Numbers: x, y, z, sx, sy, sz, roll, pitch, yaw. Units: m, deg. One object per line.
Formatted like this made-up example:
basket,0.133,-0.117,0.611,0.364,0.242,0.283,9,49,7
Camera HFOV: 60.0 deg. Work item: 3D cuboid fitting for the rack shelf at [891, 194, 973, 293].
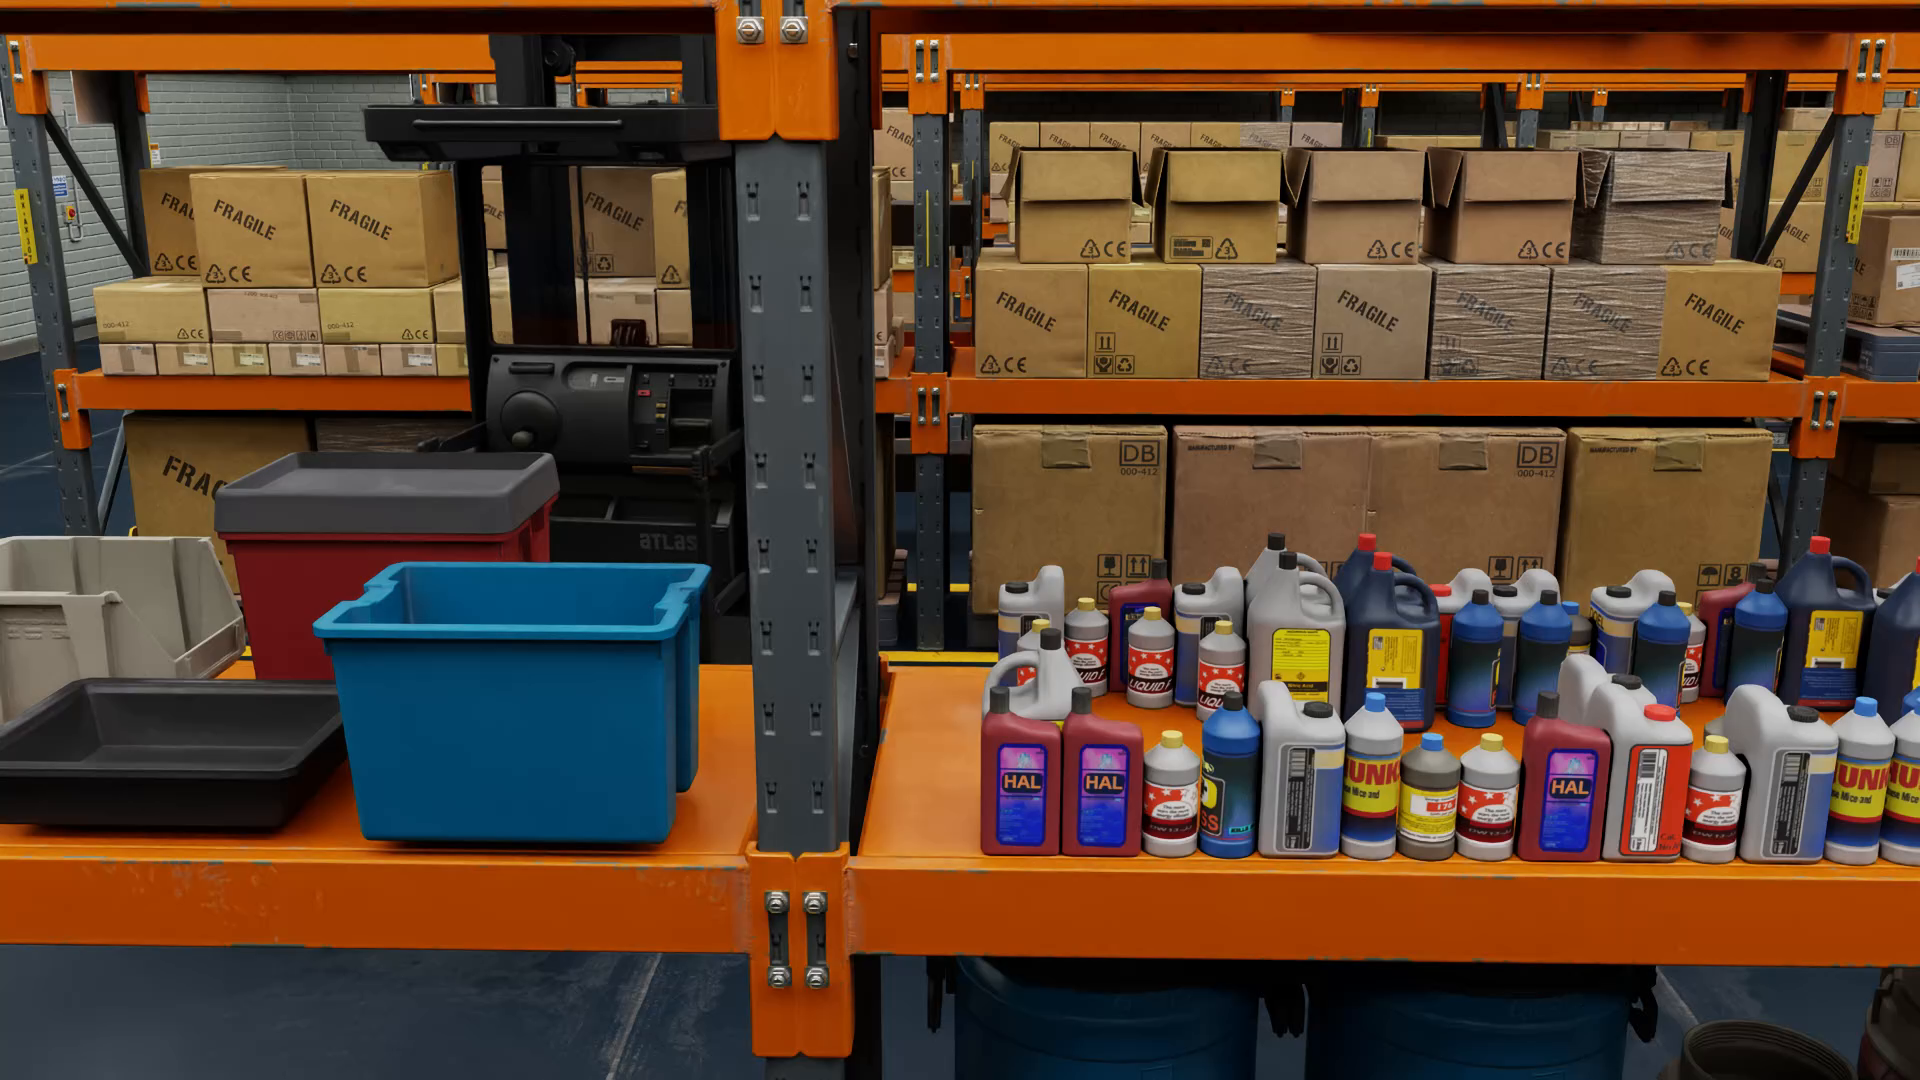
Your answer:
rack shelf,-0.165,-1.680,9.401,0.480,0.518,0.431,0,15,1

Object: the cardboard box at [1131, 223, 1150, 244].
cardboard box,1.259,-2.271,12.238,0.250,0.149,0.380,1,15,2

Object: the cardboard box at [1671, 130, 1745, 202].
cardboard box,5.565,-2.809,12.450,0.500,0.500,0.700,0,15,1

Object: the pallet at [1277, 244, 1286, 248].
pallet,2.118,-2.198,12.667,1.213,0.211,1.003,0,15,1

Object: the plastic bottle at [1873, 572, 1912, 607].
plastic bottle,1.933,0.205,3.427,0.135,0.276,0.152,0,15,1

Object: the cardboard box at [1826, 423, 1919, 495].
cardboard box,4.541,-0.394,8.021,0.500,0.250,0.500,1,15,4

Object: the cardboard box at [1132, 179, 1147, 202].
cardboard box,1.266,-2.559,12.162,0.250,0.149,0.380,0,15,1

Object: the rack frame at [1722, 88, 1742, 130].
rack frame,8.122,-3.525,17.322,0.127,3.000,1.000,0,15,1

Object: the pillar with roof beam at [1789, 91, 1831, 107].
pillar with roof beam,11.461,-6.802,17.983,0.400,9.000,9.100,0,15,1

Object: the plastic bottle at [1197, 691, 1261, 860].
plastic bottle,0.447,0.384,2.757,0.097,0.271,0.097,0,15,0

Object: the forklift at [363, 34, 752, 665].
forklift,-1.341,-0.501,5.993,1.130,2.935,3.031,2,15,8

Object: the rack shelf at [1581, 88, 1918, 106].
rack shelf,10.245,-5.881,21.779,4.000,0.370,1.077,0,15,1

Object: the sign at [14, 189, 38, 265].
sign,-4.147,-1.392,7.382,0.005,0.325,0.100,0,15,1

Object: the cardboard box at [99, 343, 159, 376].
cardboard box,-3.781,-0.868,7.743,0.250,0.149,0.380,1,15,2

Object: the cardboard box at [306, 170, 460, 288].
cardboard box,-2.636,-1.433,7.632,0.500,0.500,0.500,0,15,0

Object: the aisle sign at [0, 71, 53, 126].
aisle sign,-4.207,-2.257,7.419,0.004,0.787,0.394,0,15,1

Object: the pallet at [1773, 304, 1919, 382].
pallet,4.586,-0.954,7.951,1.003,0.211,1.213,0,15,1

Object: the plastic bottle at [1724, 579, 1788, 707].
plastic bottle,1.632,0.214,3.403,0.097,0.271,0.097,0,15,0

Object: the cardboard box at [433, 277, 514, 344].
cardboard box,-2.110,-1.068,7.717,0.500,0.250,0.500,0,15,0

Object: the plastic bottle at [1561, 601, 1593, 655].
plastic bottle,1.268,0.230,3.480,0.097,0.201,0.097,0,15,0

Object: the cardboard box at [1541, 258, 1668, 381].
cardboard box,2.872,-1.017,7.619,0.500,0.500,0.500,0,15,1

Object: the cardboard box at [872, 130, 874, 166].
cardboard box,-0.894,-2.926,12.312,0.500,0.500,0.500,0,15,0

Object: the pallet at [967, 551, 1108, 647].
pallet,0.645,0.284,8.350,1.213,0.211,1.003,0,15,1

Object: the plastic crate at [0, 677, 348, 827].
plastic crate,-1.381,0.378,2.948,0.590,0.125,0.437,0,15,1

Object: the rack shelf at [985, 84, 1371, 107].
rack shelf,2.124,-4.667,17.179,4.000,0.370,1.077,0,15,1

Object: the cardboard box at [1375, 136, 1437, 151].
cardboard box,4.567,-3.885,17.081,0.500,0.500,0.500,0,15,0

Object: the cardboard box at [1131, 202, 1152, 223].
cardboard box,1.259,-2.416,12.202,0.250,0.149,0.380,0,15,-1

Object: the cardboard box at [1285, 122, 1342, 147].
cardboard box,3.600,-4.020,17.040,0.500,0.500,0.500,0,15,0

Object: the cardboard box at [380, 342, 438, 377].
cardboard box,-2.495,-0.860,7.714,0.250,0.149,0.380,0,15,1

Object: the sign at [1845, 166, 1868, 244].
sign,3.859,-1.442,7.157,0.005,0.325,0.100,0,15,1

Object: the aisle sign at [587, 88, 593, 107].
aisle sign,-3.938,-4.940,17.588,0.004,0.787,0.394,0,15,1

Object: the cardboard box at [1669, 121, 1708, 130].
cardboard box,7.661,-4.327,17.488,0.250,0.149,0.380,0,15,1

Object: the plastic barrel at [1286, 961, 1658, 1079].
plastic barrel,0.996,1.037,3.319,0.708,0.901,0.600,0,15,1

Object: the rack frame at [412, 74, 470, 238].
rack frame,-3.899,-2.340,12.831,0.127,3.000,1.000,0,15,1

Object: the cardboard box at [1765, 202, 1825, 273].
cardboard box,6.050,-2.255,12.311,0.500,0.500,0.500,0,15,1

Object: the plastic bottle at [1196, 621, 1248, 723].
plastic bottle,0.528,0.263,3.351,0.097,0.201,0.097,0,15,0

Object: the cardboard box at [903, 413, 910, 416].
cardboard box,-0.301,-1.055,12.722,0.250,0.149,0.380,1,15,2

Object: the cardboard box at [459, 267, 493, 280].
cardboard box,-2.620,-1.205,8.239,0.500,0.250,0.500,0,15,0

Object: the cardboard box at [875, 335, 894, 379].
cardboard box,-0.441,-0.847,7.663,0.250,0.149,0.380,0,15,2

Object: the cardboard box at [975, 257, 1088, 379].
cardboard box,0.325,-1.032,7.674,0.500,0.500,0.500,0,15,2

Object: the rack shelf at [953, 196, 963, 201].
rack shelf,-1.752,-4.508,22.458,4.000,0.370,1.077,0,15,1

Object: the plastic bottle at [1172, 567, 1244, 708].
plastic bottle,0.513,0.195,3.462,0.135,0.276,0.152,0,15,1

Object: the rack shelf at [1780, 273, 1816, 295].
rack shelf,6.097,-1.927,12.676,4.000,0.370,1.077,0,15,1

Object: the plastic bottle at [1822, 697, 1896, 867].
plastic bottle,1.471,0.391,2.731,0.097,0.271,0.097,0,15,0

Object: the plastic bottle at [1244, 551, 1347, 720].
plastic bottle,0.669,0.196,3.313,0.185,0.351,0.144,0,15,1

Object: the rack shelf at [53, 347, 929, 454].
rack shelf,-2.128,-0.715,8.081,4.000,0.370,1.077,0,15,1

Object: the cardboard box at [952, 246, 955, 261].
cardboard box,-0.175,-2.278,13.087,0.250,0.149,0.380,1,15,3

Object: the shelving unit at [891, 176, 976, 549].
shelving unit,-0.165,-1.016,9.576,0.503,2.100,0.431,0,15,1

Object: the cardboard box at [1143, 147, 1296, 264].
cardboard box,1.196,-1.574,7.764,0.637,0.503,0.797,1,15,2

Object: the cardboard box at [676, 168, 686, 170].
cardboard box,-1.093,-1.558,8.104,0.500,0.500,0.500,0,15,1

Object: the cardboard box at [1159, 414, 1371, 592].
cardboard box,1.405,-0.221,8.140,0.875,0.875,1.225,0,15,-1

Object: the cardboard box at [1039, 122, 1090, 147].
cardboard box,1.067,-4.037,17.104,0.500,0.500,0.500,0,15,1

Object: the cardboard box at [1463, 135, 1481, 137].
cardboard box,5.607,-4.011,17.560,0.500,0.500,0.500,-1,15,-2

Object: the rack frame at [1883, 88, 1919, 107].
rack frame,12.244,-4.765,22.021,0.127,3.000,1.000,0,15,1
